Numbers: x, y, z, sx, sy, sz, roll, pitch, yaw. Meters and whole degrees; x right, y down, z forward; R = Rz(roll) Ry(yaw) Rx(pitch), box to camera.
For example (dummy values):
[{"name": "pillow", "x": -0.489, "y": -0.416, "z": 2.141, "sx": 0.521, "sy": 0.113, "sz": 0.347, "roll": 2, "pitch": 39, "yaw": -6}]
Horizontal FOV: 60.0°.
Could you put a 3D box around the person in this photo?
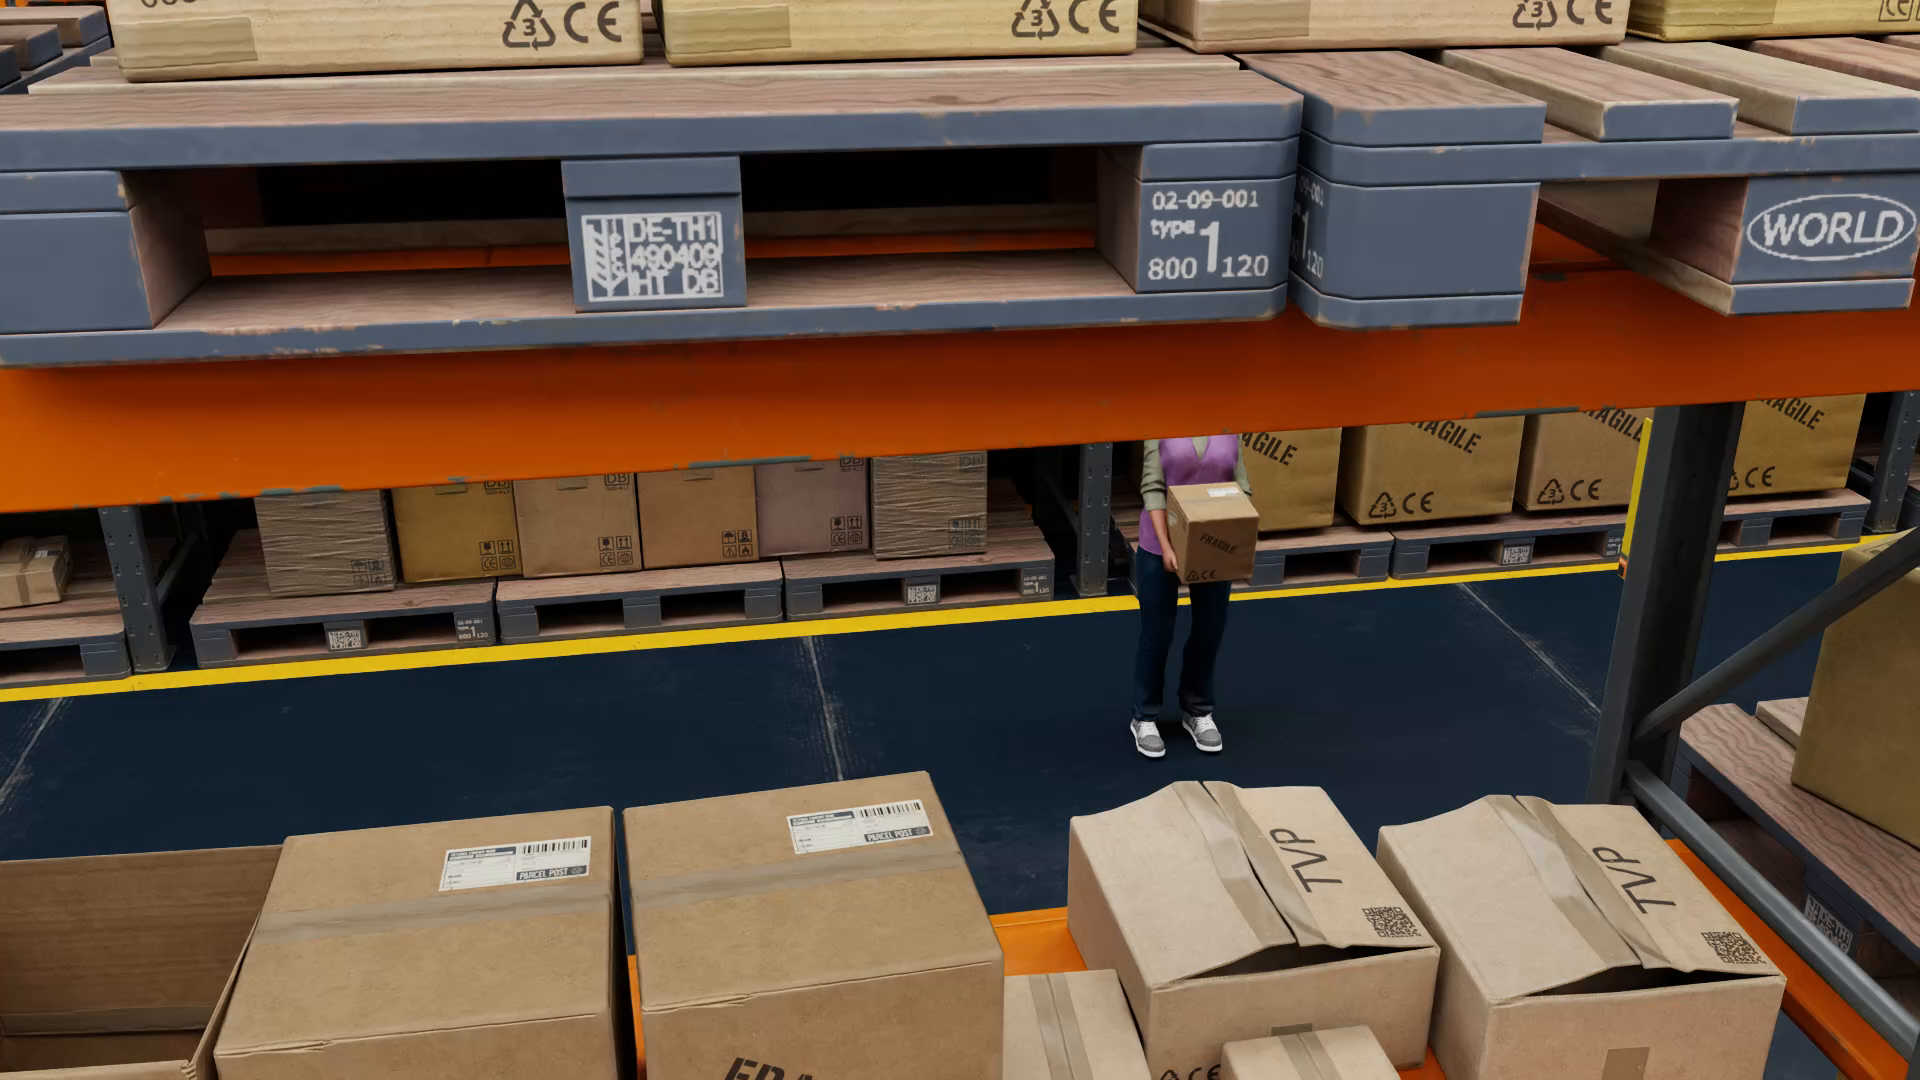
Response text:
[{"name": "person", "x": 0.838, "y": 0.062, "z": 5.977, "sx": 0.405, "sy": 1.589, "sz": 0.500, "roll": -4, "pitch": 24, "yaw": -9}]
